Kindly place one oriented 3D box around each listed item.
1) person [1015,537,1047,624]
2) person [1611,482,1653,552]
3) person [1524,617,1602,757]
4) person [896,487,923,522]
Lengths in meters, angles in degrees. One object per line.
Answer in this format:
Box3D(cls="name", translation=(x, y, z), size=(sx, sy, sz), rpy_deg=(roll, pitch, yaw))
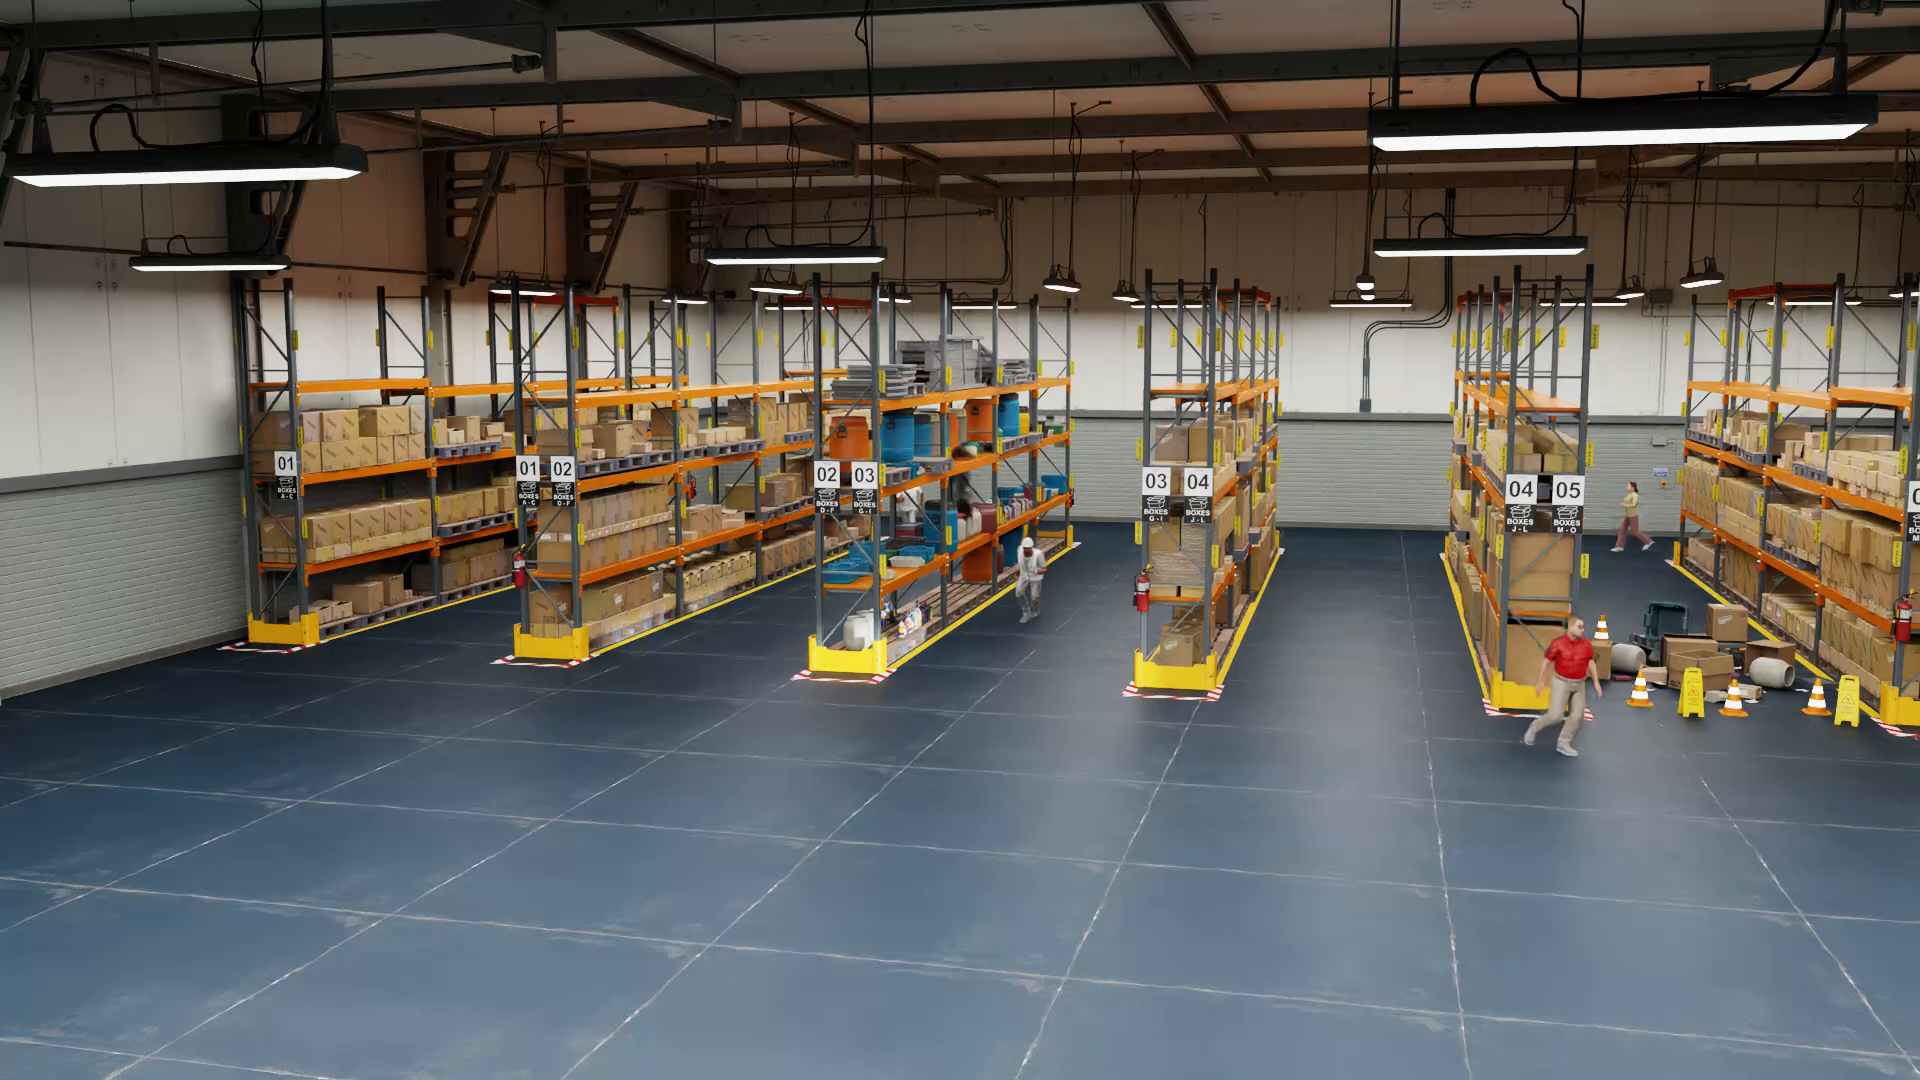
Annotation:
Box3D(cls="person", translation=(1.264, 0.688, 29.431), size=(0.672, 1.561, 1.126), rpy_deg=(2, 7, 17))
Box3D(cls="person", translation=(15.842, -0.547, 39.149), size=(0.966, 1.657, 0.578), rpy_deg=(0, 7, 2))
Box3D(cls="person", translation=(7.297, 1.752, 20.146), size=(0.712, 1.698, 0.696), rpy_deg=(-2, 7, -15))
Box3D(cls="person", translation=(-1.239, -0.696, 40.242), size=(0.669, 1.822, 0.852), rpy_deg=(1, 7, 4))
